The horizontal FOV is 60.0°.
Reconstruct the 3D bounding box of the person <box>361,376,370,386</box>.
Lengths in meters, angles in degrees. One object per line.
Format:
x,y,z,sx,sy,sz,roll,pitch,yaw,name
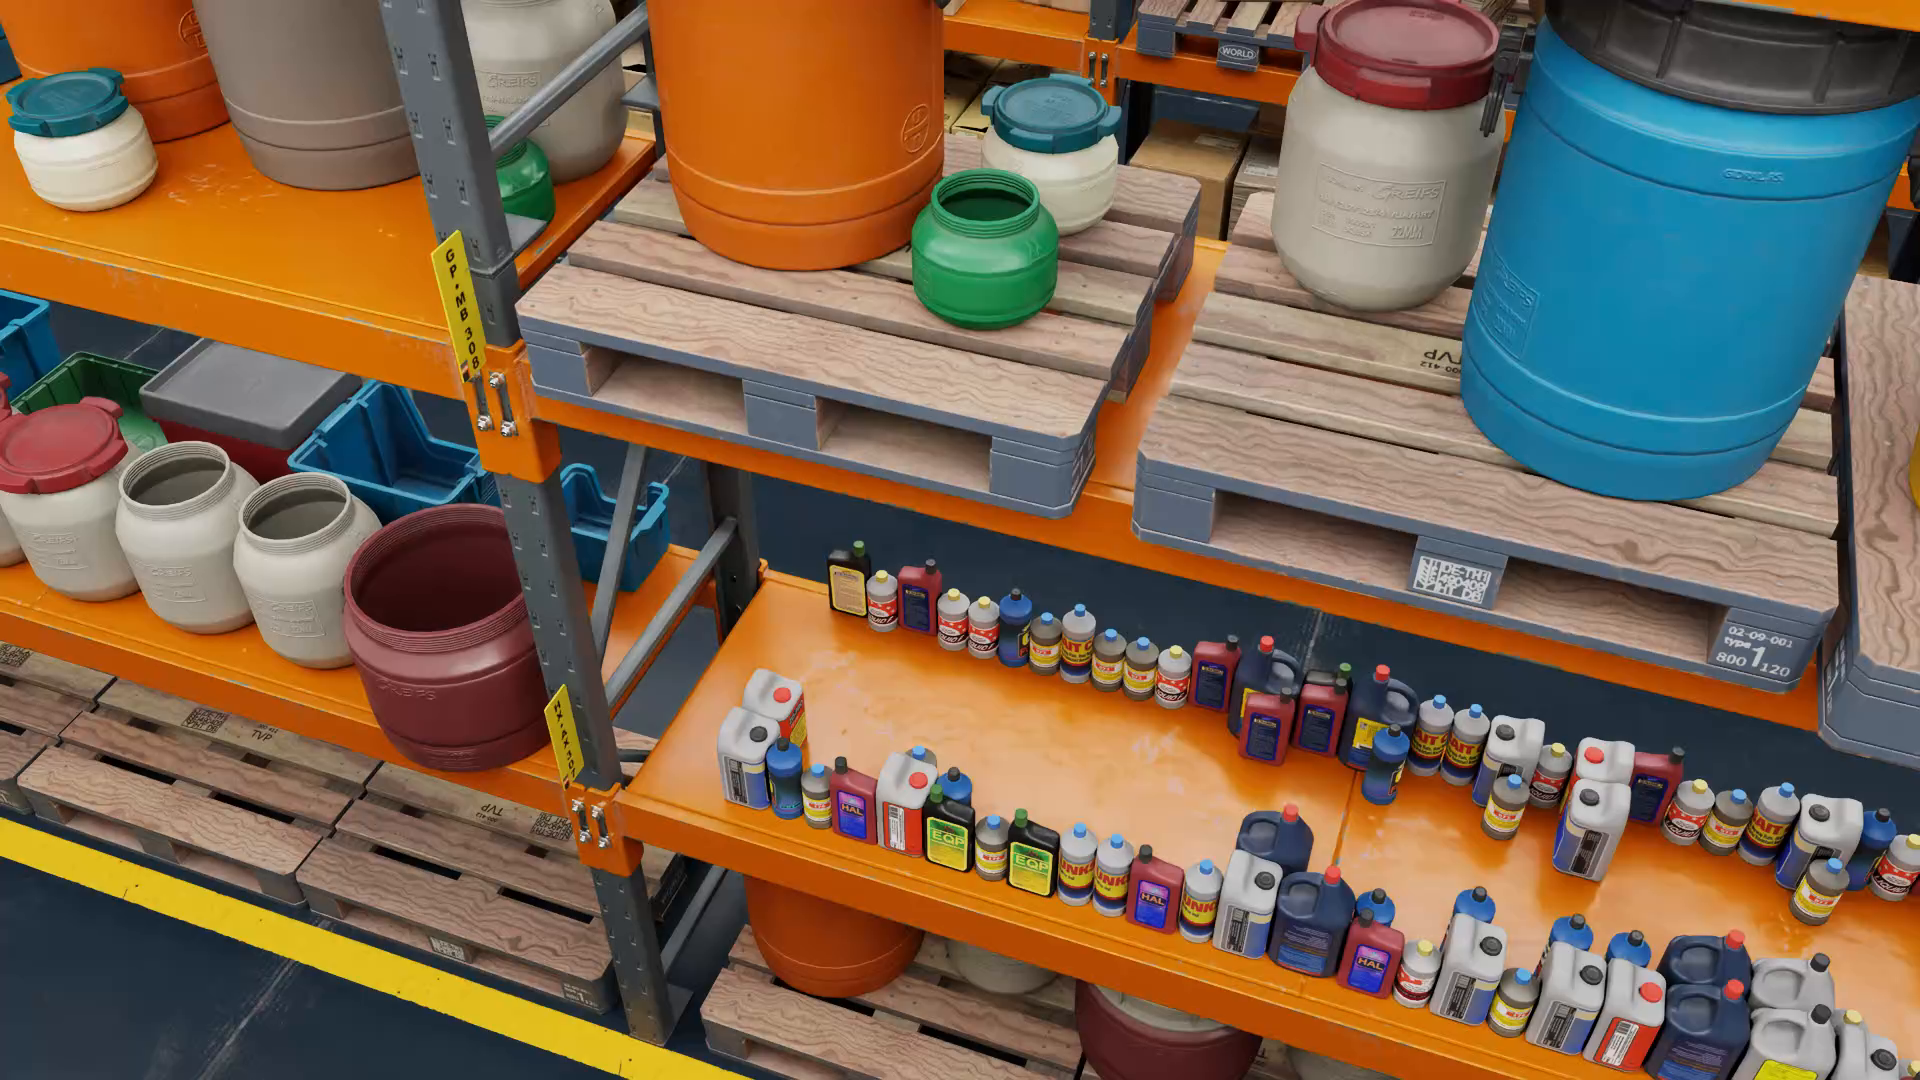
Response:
-2.583,-0.668,6.862,0.449,1.592,0.427,-33,52,-31,person
